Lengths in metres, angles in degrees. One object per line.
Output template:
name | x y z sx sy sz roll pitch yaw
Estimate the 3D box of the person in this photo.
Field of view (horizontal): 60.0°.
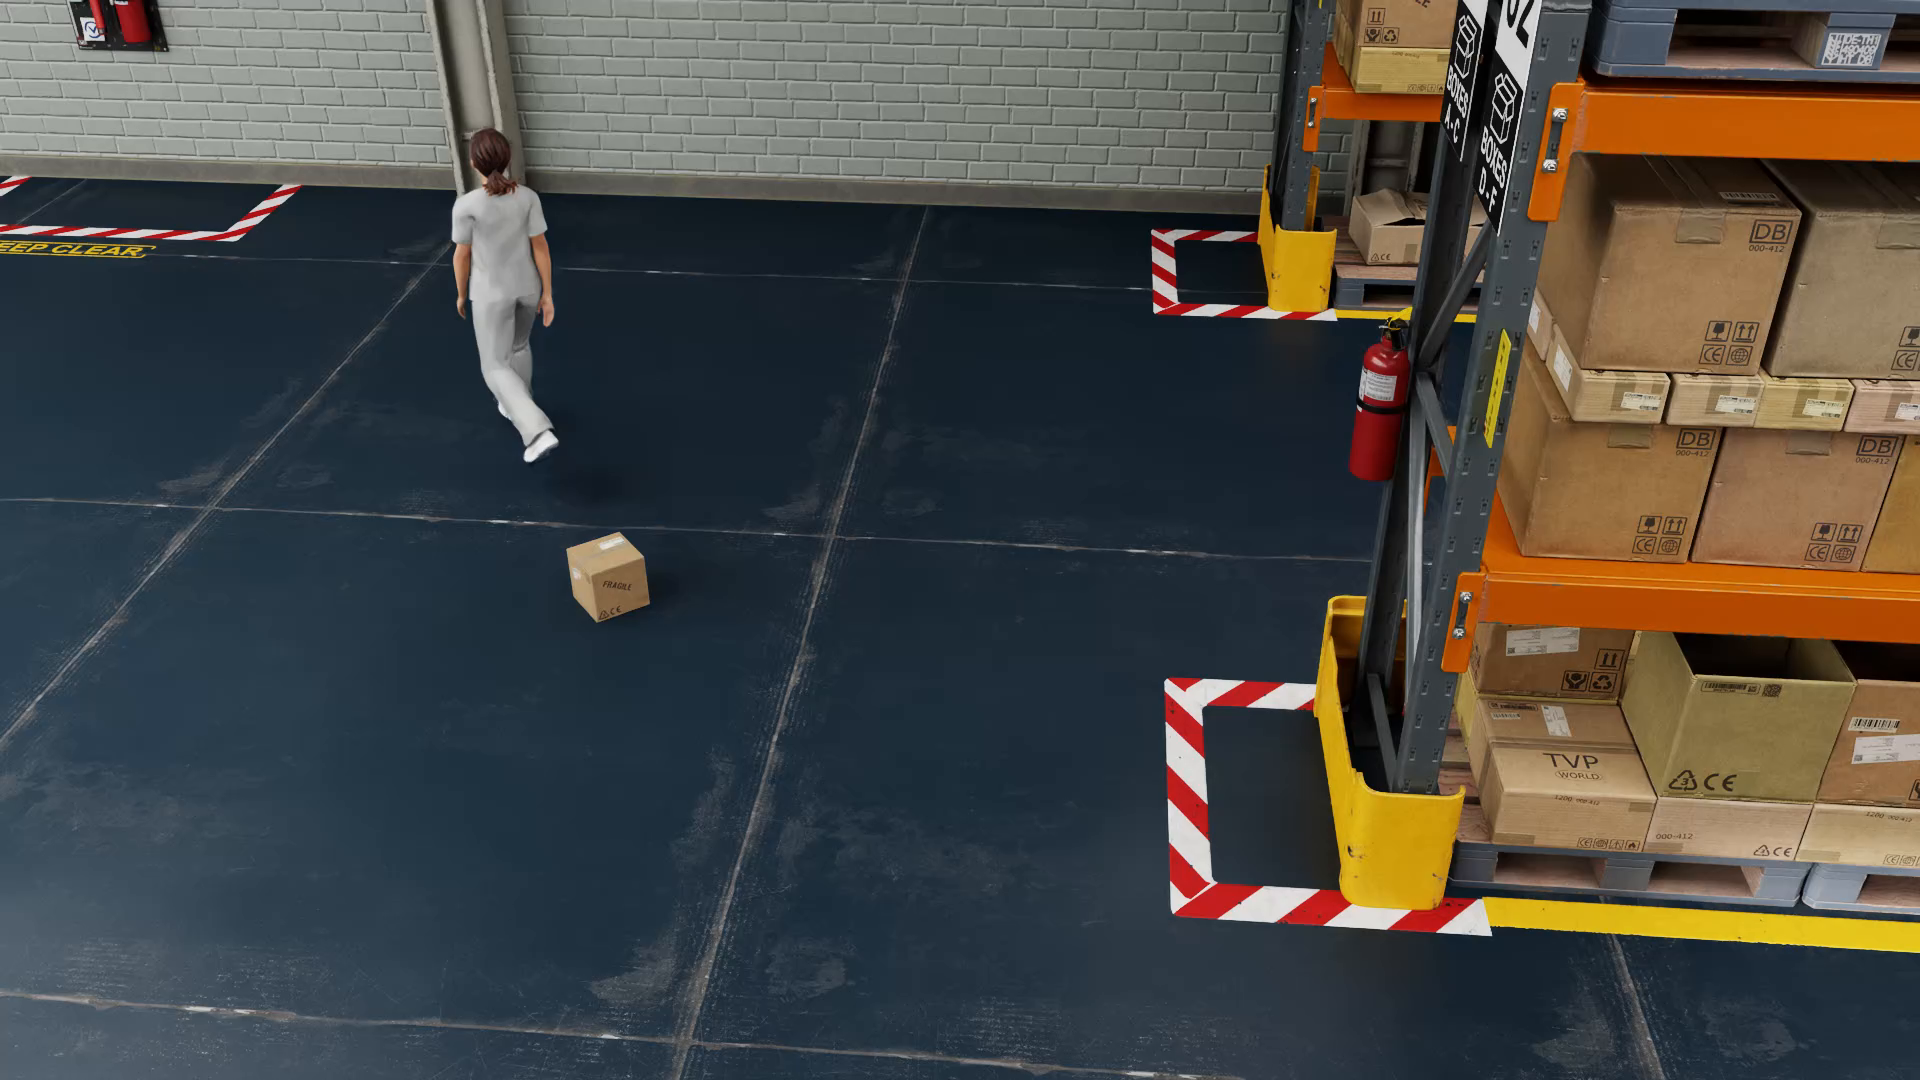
person | -2.164 -1.172 7.994 0.439 1.630 0.930 -22 38 -31
